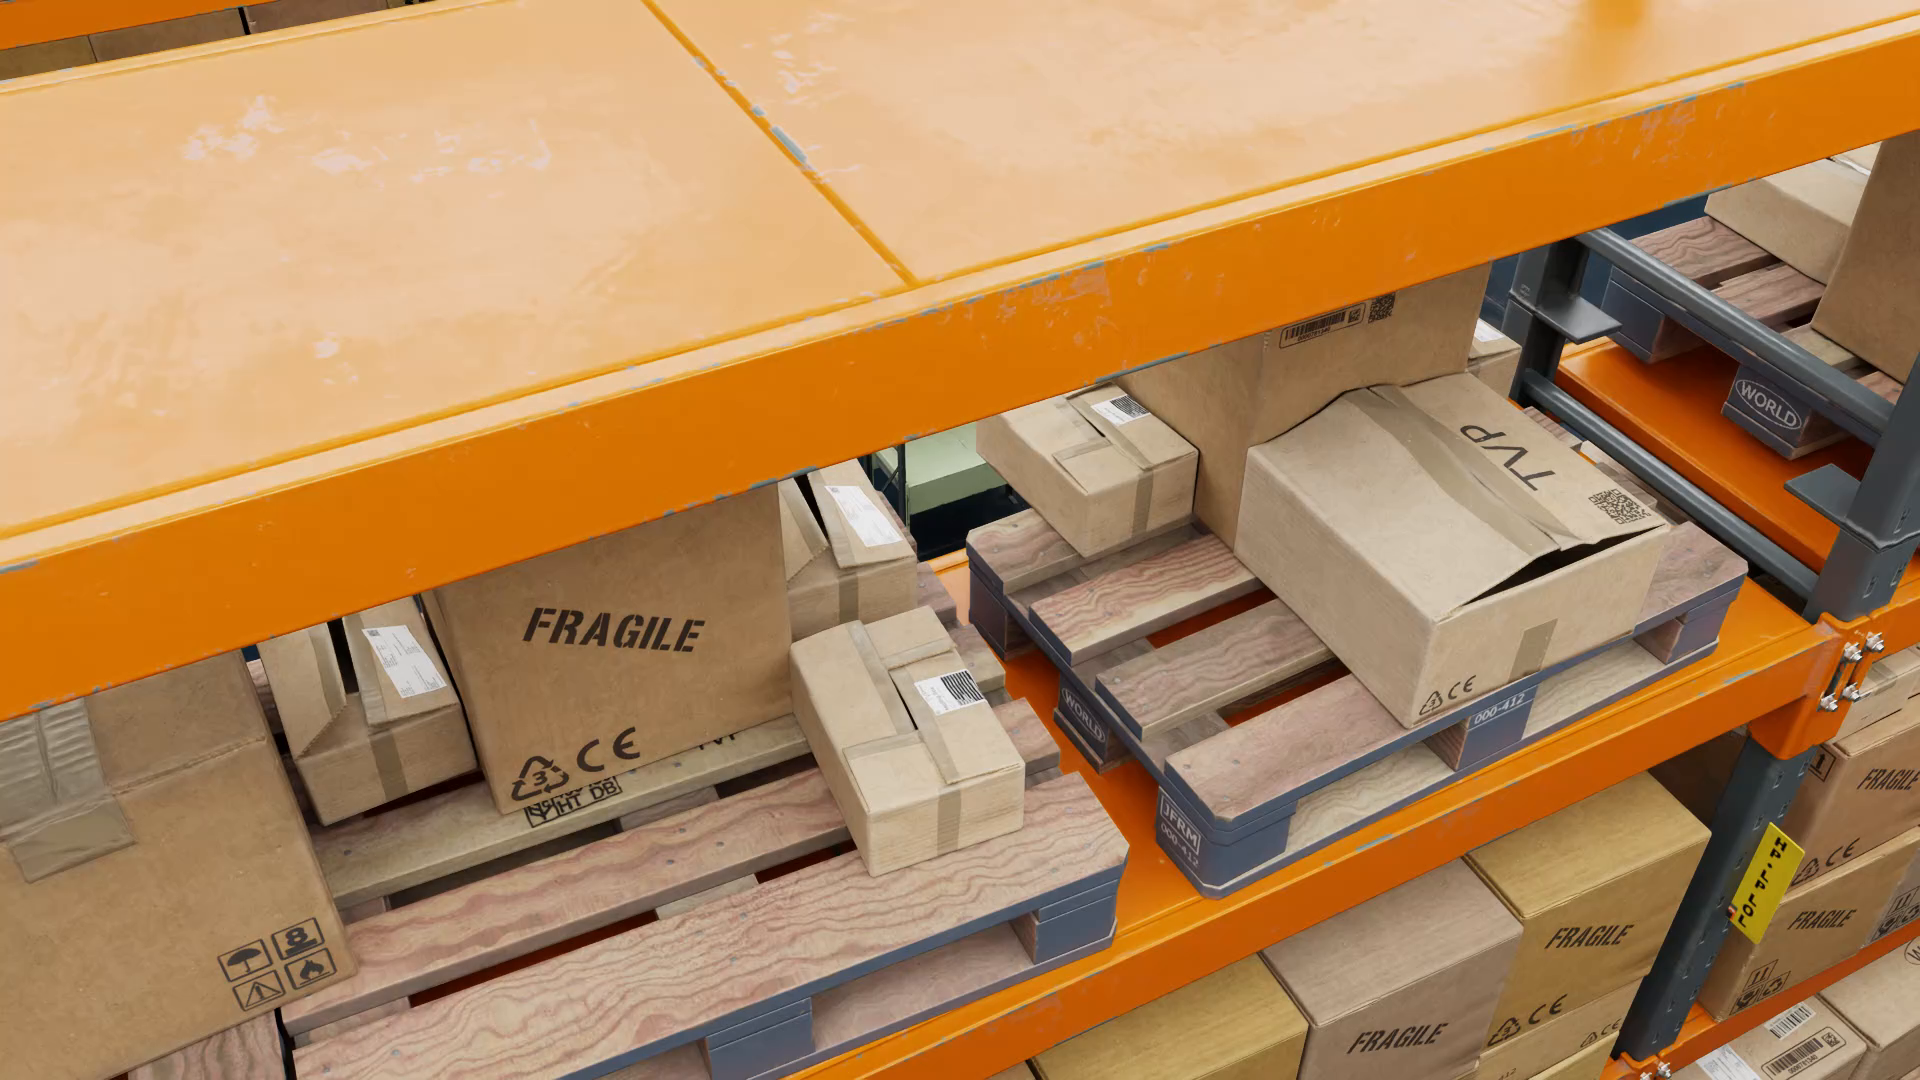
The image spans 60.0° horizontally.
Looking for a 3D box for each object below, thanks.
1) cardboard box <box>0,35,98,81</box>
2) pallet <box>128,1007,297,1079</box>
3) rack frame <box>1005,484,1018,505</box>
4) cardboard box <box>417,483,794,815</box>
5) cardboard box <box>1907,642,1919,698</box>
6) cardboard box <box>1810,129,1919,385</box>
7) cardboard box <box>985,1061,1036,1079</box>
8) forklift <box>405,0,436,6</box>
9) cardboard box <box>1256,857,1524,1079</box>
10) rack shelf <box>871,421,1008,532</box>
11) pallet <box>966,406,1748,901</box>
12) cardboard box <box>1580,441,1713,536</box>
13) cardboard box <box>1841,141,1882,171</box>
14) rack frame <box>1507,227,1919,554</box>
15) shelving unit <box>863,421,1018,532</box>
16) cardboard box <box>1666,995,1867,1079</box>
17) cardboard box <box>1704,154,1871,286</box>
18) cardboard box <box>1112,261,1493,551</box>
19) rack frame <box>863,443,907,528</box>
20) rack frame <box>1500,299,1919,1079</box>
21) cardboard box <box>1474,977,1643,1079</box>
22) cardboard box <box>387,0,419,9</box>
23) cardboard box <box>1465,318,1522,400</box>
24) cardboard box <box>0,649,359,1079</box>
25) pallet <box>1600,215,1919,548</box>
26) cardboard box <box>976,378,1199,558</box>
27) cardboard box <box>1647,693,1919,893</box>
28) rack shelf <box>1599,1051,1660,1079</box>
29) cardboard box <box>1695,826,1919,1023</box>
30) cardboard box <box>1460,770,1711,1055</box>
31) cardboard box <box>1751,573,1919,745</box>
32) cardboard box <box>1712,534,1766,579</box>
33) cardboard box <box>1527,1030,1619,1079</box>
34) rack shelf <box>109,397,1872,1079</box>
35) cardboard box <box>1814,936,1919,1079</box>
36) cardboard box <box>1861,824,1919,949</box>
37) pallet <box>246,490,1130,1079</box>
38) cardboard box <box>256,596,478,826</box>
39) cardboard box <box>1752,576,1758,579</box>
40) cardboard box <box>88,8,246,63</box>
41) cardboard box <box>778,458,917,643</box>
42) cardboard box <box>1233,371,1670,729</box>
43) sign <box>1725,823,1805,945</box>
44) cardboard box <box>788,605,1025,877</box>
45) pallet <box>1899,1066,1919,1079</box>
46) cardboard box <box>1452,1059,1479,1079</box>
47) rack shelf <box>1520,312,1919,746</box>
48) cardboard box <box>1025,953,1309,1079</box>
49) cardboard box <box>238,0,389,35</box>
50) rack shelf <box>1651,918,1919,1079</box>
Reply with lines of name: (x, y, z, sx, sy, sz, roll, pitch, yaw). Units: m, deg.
cardboard box: (-5.986, -3.163, 10.473, 0.875, 0.875, 1.225, -21, 44, -23)
pallet: (-1.483, 0.764, 2.339, 1.003, 0.211, 1.213, -17, 43, -19)
rack frame: (0.319, -0.680, 7.381, 0.023, 1.500, 0.400, -19, 44, -21)
cardboard box: (-0.600, 0.024, 2.665, 0.500, 0.500, 0.500, -18, 44, -20)
cardboard box: (2.138, 0.167, 3.867, 0.250, 0.149, 0.380, -18, 43, -20)
cardboard box: (2.137, -0.571, 3.291, 0.500, 0.500, 0.500, -18, 43, -20)
cardboard box: (-0.129, 1.185, 3.167, 0.500, 0.500, 0.500, -18, 43, -20)
forklift: (-2.708, -2.837, 8.822, 3.031, 2.935, 1.130, -4, 40, -5)
cardboard box: (0.782, 0.881, 3.525, 0.500, 0.500, 0.500, -18, 43, -20)
rack shelf: (-0.006, -0.322, 7.463, 0.720, 0.370, 0.431, -19, 44, -21)
pallet: (0.728, 0.095, 3.131, 1.217, 0.209, 0.805, -20, 44, -22)
cardboard box: (1.644, -0.076, 4.154, 0.250, 0.149, 0.380, -19, 44, -21)
cardboard box: (2.171, -0.835, 3.874, 0.250, 0.149, 0.380, -18, 43, -20)
rack frame: (1.518, -1.424, 2.457, 0.127, 3.000, 1.000, -19, 44, -21)
shelving unit: (-0.006, -0.570, 7.252, 0.755, 1.500, 0.431, -19, 44, -21)
cardboard box: (2.125, 1.557, 5.236, 0.875, 0.438, 0.875, -19, 44, -21)
cardboard box: (1.937, -0.801, 3.743, 0.258, 0.266, 0.396, -17, 43, -19)
cardboard box: (0.602, -0.381, 3.143, 0.500, 0.500, 0.500, -19, 44, -21)
rack frame: (-0.331, -0.461, 7.123, 0.023, 1.500, 0.400, -19, 44, -21)
rack frame: (1.518, 0.865, 4.395, 0.127, 3.000, 1.000, -19, 44, -21)
cardboard box: (1.239, 1.003, 3.962, 0.500, 0.250, 0.500, -19, 44, -21)
cardboard box: (-3.618, -3.960, 11.415, 0.875, 0.875, 1.225, -18, 44, -21)
cardboard box: (0.913, -0.440, 3.394, 0.258, 0.266, 0.396, -19, 44, -21)
cardboard box: (-1.239, 0.312, 2.325, 0.500, 0.500, 0.700, -21, 44, -23)
pallet: (2.249, -0.484, 3.736, 1.213, 0.211, 1.003, -19, 44, -21)
cardboard box: (0.234, -0.174, 3.156, 0.250, 0.166, 0.380, -22, 45, -23)
cardboard box: (2.052, 0.442, 4.043, 0.500, 0.500, 0.500, -18, 44, -20)
rack shelf: (-0.256, 1.737, 3.922, 4.000, 0.370, 1.077, -19, 44, -21)
cardboard box: (2.055, 0.837, 4.351, 0.500, 0.500, 0.500, -17, 43, -19)
cardboard box: (1.238, 0.723, 3.712, 0.500, 0.500, 0.500, -17, 43, -19)
cardboard box: (1.918, 0.253, 3.766, 0.250, 0.149, 0.380, -19, 44, -21)
cardboard box: (1.928, -0.093, 4.173, 0.250, 0.149, 0.380, -18, 43, -20)
cardboard box: (1.237, 1.201, 4.115, 0.500, 0.250, 0.500, -20, 44, -22)
rack shelf: (-0.256, 0.592, 2.953, 4.000, 0.370, 1.077, -19, 44, -21)
cardboard box: (2.918, 1.290, 5.552, 0.875, 0.438, 0.875, -20, 44, -22)
cardboard box: (2.503, 0.689, 4.525, 0.500, 0.500, 0.500, -18, 44, -20)
pallet: (-0.493, 0.428, 2.736, 1.213, 0.211, 1.003, -17, 43, -19)
cardboard box: (-0.970, 0.194, 2.646, 0.258, 0.266, 0.396, -20, 44, -22)
cardboard box: (1.809, 0.147, 4.393, 0.500, 0.500, 0.500, -19, 44, -21)
cardboard box: (-5.191, -3.424, 10.782, 0.875, 0.875, 1.225, -18, 44, -21)
cardboard box: (-0.264, -0.044, 2.926, 0.258, 0.266, 0.396, -15, 43, -17)
cardboard box: (0.833, -0.022, 2.866, 0.500, 0.311, 0.500, -19, 44, -21)
sign: (1.777, 0.762, 3.682, 0.005, 0.325, 0.100, -19, 44, -21)
cardboard box: (-0.090, 0.300, 2.597, 0.250, 0.166, 0.380, -15, 43, -17)
pallet: (3.312, 1.381, 5.944, 1.213, 0.211, 1.003, -19, 44, -21)
cardboard box: (0.800, 1.156, 3.781, 0.500, 0.250, 0.500, -18, 43, -20)
rack shelf: (3.292, -0.602, 4.363, 4.000, 0.370, 1.077, -19, 44, -21)
cardboard box: (0.324, 1.022, 3.359, 0.500, 0.500, 0.500, -17, 43, -19)
cardboard box: (-4.410, -3.693, 11.099, 0.875, 0.875, 1.225, -20, 44, -22)
rack shelf: (3.292, 0.543, 5.332, 4.000, 0.370, 1.077, -19, 44, -21)
